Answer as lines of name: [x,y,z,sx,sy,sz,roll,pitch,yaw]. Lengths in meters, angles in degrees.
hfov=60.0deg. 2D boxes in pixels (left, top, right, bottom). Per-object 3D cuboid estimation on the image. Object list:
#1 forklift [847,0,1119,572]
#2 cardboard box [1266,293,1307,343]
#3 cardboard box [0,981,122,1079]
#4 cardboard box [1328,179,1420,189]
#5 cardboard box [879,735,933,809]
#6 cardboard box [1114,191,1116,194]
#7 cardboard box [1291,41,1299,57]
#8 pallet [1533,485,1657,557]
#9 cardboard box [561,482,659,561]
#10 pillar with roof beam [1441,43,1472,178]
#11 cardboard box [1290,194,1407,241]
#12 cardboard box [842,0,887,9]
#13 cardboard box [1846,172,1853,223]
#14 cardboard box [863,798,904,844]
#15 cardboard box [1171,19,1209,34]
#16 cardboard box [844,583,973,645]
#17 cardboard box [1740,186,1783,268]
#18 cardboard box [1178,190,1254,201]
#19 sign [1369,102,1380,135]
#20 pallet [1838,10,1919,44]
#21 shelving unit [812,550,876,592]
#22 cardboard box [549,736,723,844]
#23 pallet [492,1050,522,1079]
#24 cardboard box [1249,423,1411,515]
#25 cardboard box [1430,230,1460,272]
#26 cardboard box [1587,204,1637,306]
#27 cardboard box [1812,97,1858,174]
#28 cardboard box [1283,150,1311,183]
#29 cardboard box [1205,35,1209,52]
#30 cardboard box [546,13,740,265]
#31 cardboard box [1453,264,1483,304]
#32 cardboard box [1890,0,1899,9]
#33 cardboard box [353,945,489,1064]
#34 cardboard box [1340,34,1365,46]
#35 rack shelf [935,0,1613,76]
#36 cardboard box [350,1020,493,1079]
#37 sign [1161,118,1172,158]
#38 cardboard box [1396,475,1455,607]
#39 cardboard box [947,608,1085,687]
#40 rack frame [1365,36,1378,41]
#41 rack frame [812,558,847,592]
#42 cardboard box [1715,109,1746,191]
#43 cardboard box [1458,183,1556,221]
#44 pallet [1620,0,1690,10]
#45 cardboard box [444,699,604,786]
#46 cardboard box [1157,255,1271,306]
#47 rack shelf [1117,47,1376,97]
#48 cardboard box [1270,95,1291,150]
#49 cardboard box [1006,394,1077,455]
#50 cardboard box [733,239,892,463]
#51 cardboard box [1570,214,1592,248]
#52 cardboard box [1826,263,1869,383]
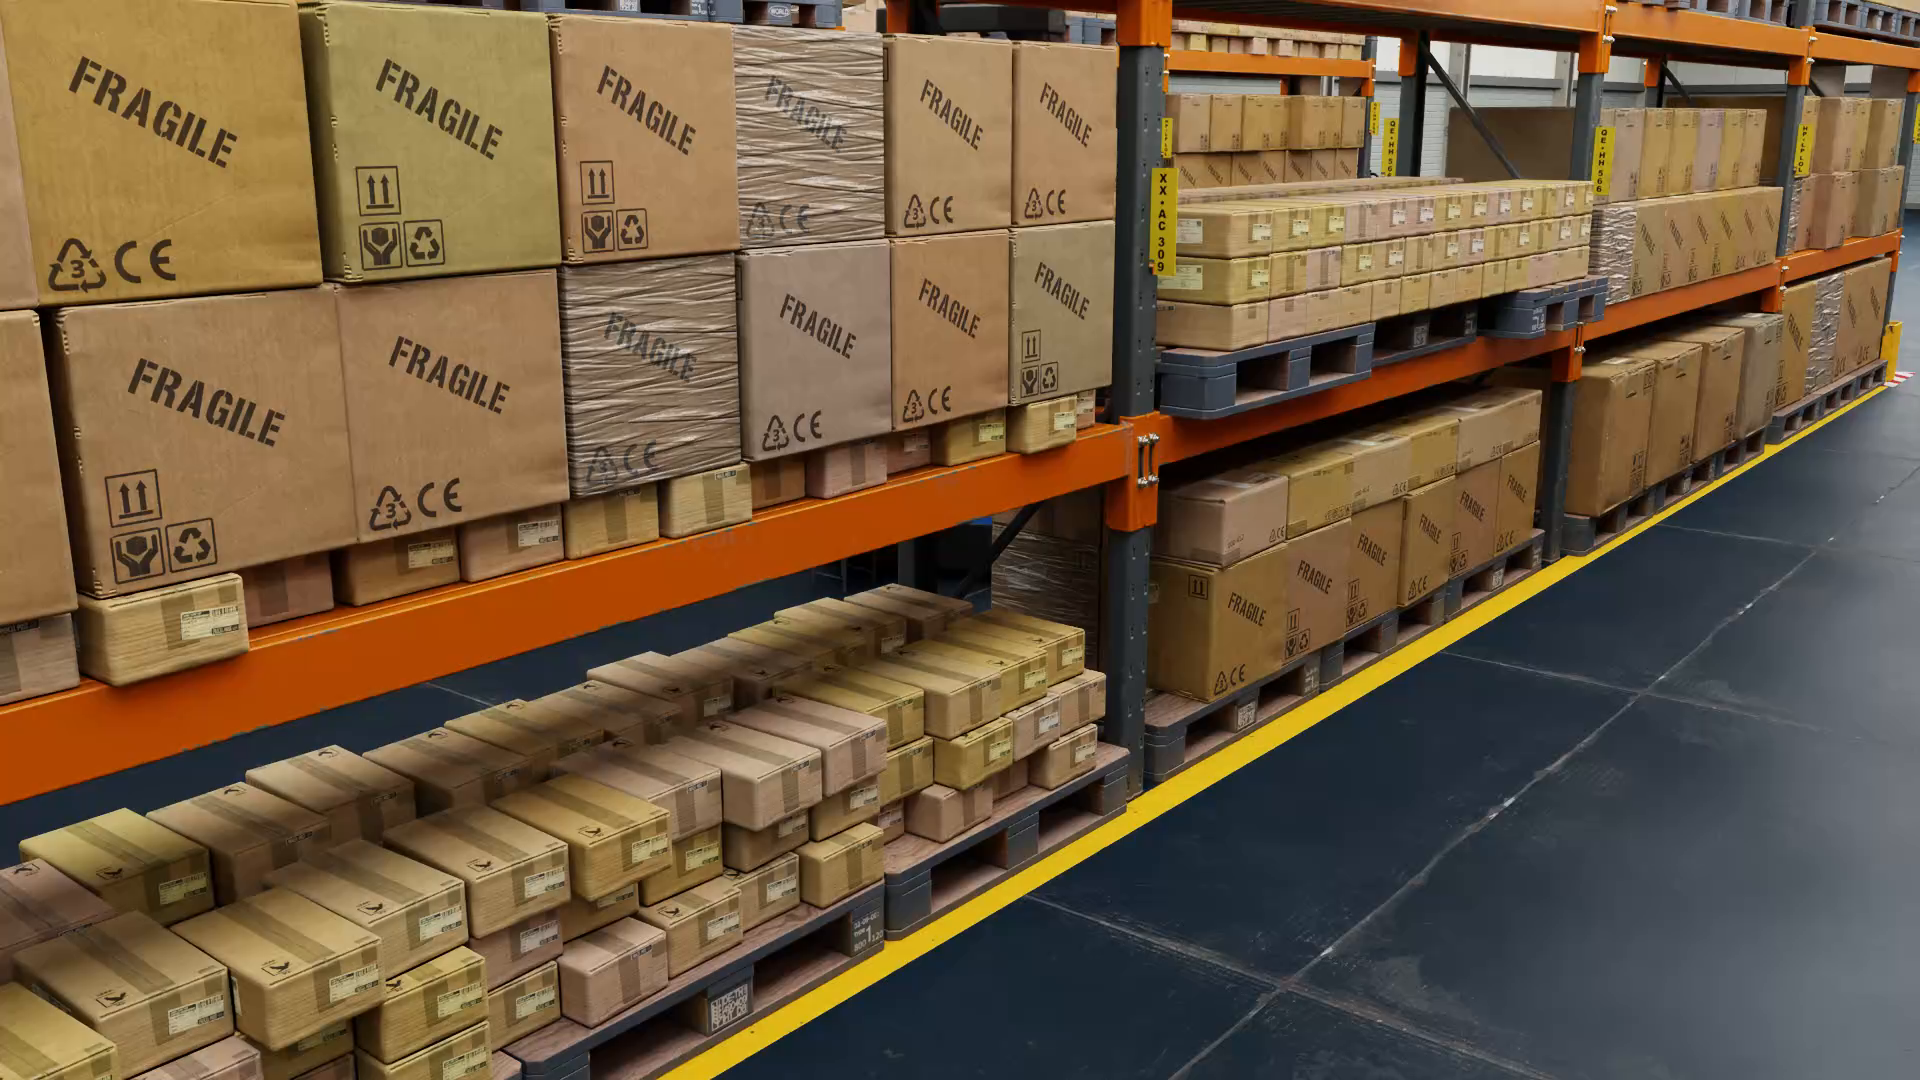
forklift: [0.256,-1.577,9.378,1.130,2.935,3.031,5,15,20]
cardboard box: [0.975,-0.788,5.789,0.380,0.149,0.250,12,18,38]
cardboard box: [-1.720,0.960,2.979,0.380,0.149,0.250,10,17,35]
cardboard box: [1.949,-1.627,7.885,0.380,0.149,0.250,11,18,37]
cardboard box: [-0.300,0.636,4.859,0.380,0.149,0.250,11,18,38]
cardboard box: [1.206,-2.867,13.974,0.380,0.149,0.250,12,18,38]
cardboard box: [2.995,-4.672,15.840,0.380,0.149,0.250,11,18,36]
pallet: [3.268,-0.202,9.488,1.003,0.211,1.213,11,18,38]
cardboard box: [-0.915,-0.078,3.848,0.380,0.149,0.250,12,19,40]
pillar with roof beam: [13.488,-10.155,30.819,9.100,9.000,0.400,11,18,38]
cardboard box: [1.458,-1.222,6.289,0.380,0.149,0.250,11,18,37]
cardboard box: [-0.596,-3.843,11.862,0.700,0.500,0.500,11,18,38]
cardboard box: [6.465,-2.636,13.103,0.875,0.550,0.500,11,18,38]
cardboard box: [-0.386,0.787,4.869,0.380,0.149,0.250,11,18,36]
cardboard box: [1.804,-4.494,14.328,0.500,0.250,0.500,11,18,36]
cardboard box: [-0.177,0.276,5.673,0.380,0.149,0.250,12,19,40]
cardboard box: [5.108,-2.087,11.043,0.500,0.500,0.500,11,18,37]
cardboard box: [0.955,-1.323,6.686,0.380,0.149,0.250,11,18,36]
sign: [4.248,-4.317,17.031,0.100,0.325,0.005,11,18,38]
pallet: [7.284,-4.213,13.703,1.003,0.211,1.213,11,18,38]
shelving unit: [-0.573,-0.220,8.157,0.258,0.900,0.210,12,18,39]
cardboard box: [-0.825,0.642,4.231,0.380,0.149,0.250,11,18,38]
pallet: [-1.728,1.305,3.557,1.003,0.211,1.213,11,18,38]
cardboard box: [1.527,-0.303,6.925,0.500,0.250,0.500,12,19,40]
cardboard box: [1.787,-1.178,6.720,0.380,0.149,0.250,11,18,36]
cardboard box: [3.206,-1.506,8.758,0.500,0.500,0.500,12,18,38]
cardboard box: [6.188,-3.047,12.526,0.875,0.550,0.550,11,18,38]
cardboard box: [3.066,-3.548,16.190,0.500,0.500,0.500,11,18,37]
cardboard box: [1.979,-4.386,14.715,0.380,0.149,0.250,11,18,38]
cardboard box: [-0.851,-0.896,3.719,0.500,0.500,0.500,11,18,36]
cardboard box: [1.951,-1.085,6.960,0.380,0.149,0.250,12,19,39]
cardboard box: [6.998,-4.171,12.810,0.380,0.149,0.250,11,18,38]
cardboard box: [-1.238,0.955,3.604,0.380,0.149,0.250,12,19,39]
cardboard box: [3.717,-5.078,16.629,0.500,0.250,0.500,11,18,37]
rack shelf: [1.457,-2.136,6.808,1.077,0.370,4.000,11,18,38]
cardboard box: [-1.238,1.102,3.629,0.380,0.149,0.250,12,18,38]
sign: [1.749,-3.402,14.073,0.100,0.325,0.005,11,18,38]
cardboard box: [1.855,-0.037,7.399,0.500,0.500,0.500,10,18,35]
cardboard box: [0.179,0.351,5.380,0.380,0.149,0.250,12,18,39]
rack frame: [3.829,-6.600,16.827,1.000,3.000,0.127,11,18,38]
rack frame: [-0.639,-0.203,8.082,0.240,0.900,0.006,12,18,39]
cardboard box: [4.599,-2.518,10.709,0.700,0.500,0.500,11,18,37]
cardboard box: [2.439,-1.521,7.468,0.380,0.149,0.250,12,19,39]
pallet: [3.078,-2.908,8.768,1.213,0.211,1.003,12,19,40]
cardboard box: [-1.180,0.571,4.511,0.380,0.149,0.250,11,18,38]
cardboard box: [0.806,-0.878,5.540,0.380,0.149,0.250,12,18,38]
rack shelf: [2.572,-4.415,15.778,1.077,0.370,4.000,11,18,38]
cardboard box: [2.691,-3.955,15.760,0.700,0.500,0.500,11,18,37]
cardboard box: [0.126,-0.369,4.993,0.380,0.149,0.250,11,18,36]
cardboard box: [-0.525,-0.510,4.230,0.500,0.500,0.500,11,18,37]
cardboard box: [2.758,-1.475,7.889,0.380,0.149,0.250,12,18,39]
cardboard box: [6.816,-1.811,13.621,0.875,0.875,0.875,11,18,37]
